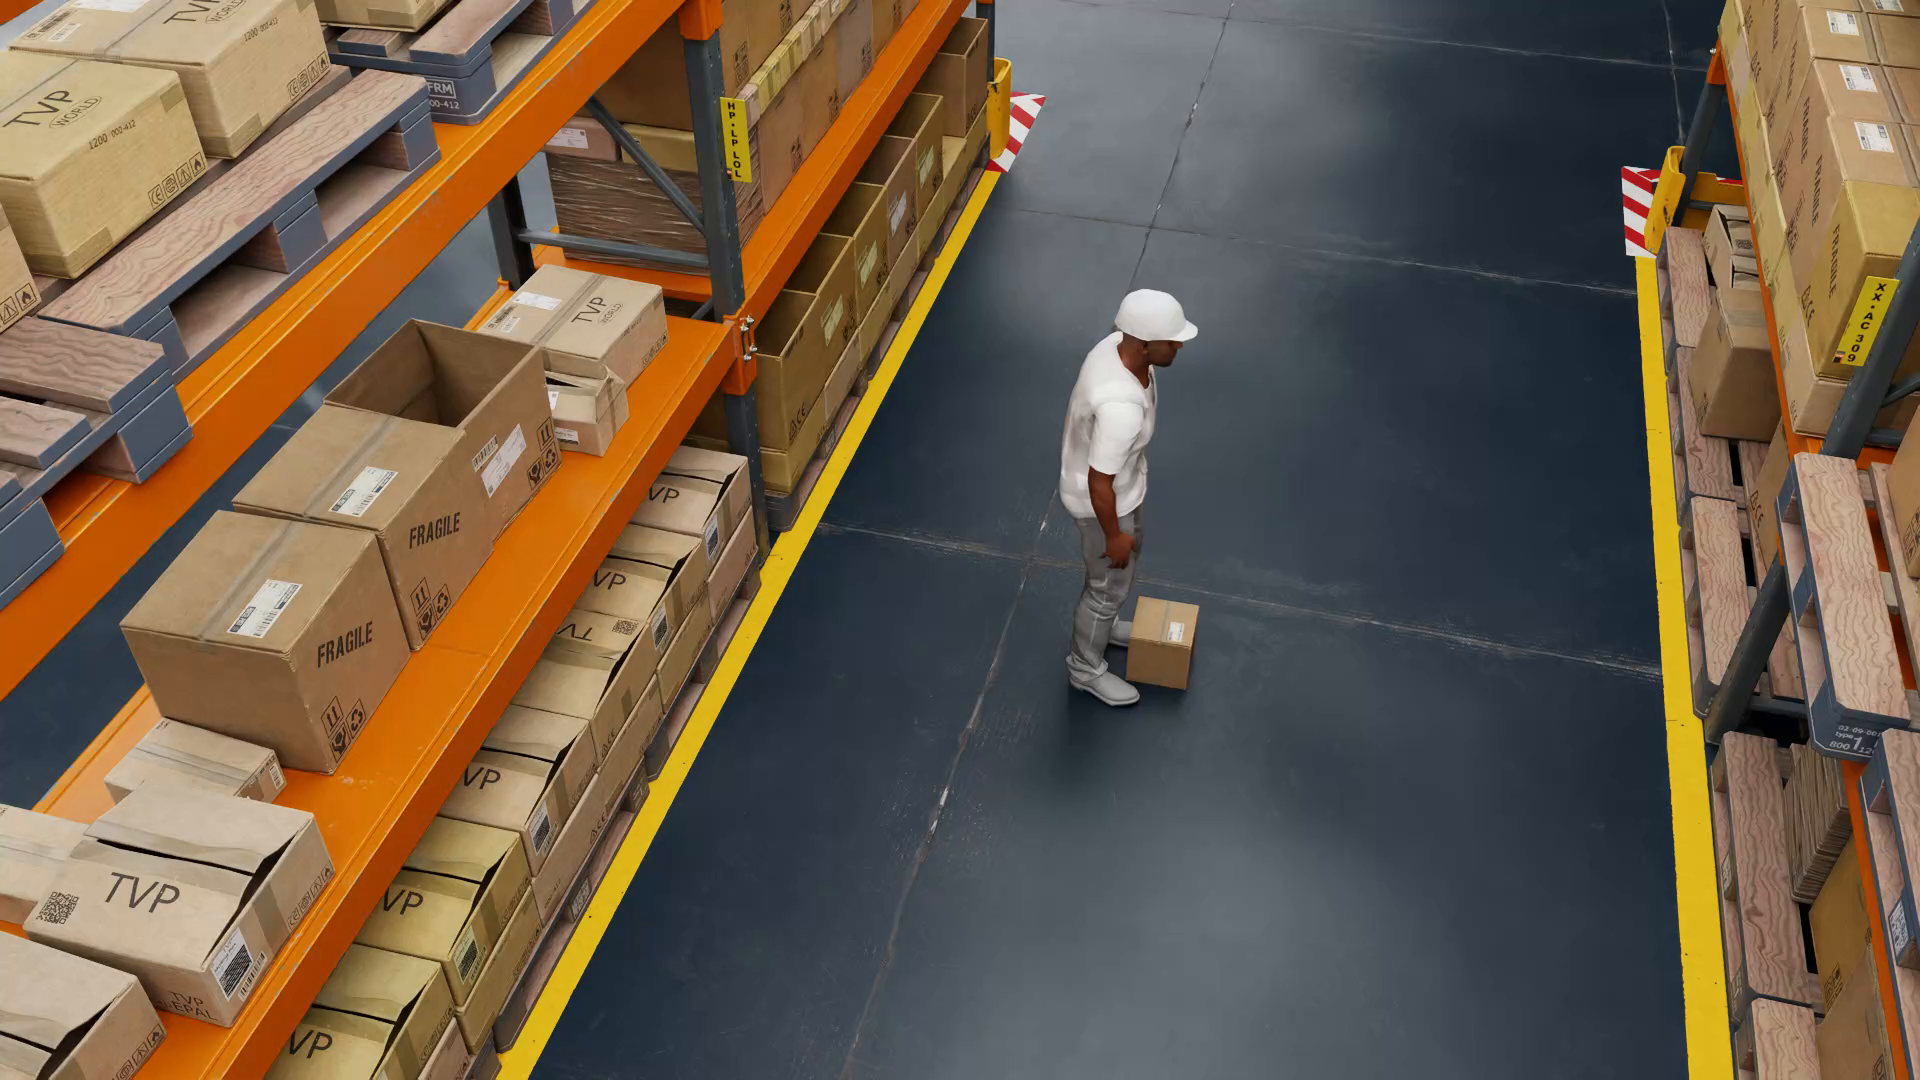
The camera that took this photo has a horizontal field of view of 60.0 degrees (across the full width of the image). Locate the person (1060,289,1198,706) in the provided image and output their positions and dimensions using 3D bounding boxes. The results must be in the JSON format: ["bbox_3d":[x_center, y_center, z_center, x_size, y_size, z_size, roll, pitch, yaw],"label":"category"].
[{"bbox_3d":[0.610,-0.188,6.362,0.454,1.761,0.636,8,41,9],"label":"person"}]
